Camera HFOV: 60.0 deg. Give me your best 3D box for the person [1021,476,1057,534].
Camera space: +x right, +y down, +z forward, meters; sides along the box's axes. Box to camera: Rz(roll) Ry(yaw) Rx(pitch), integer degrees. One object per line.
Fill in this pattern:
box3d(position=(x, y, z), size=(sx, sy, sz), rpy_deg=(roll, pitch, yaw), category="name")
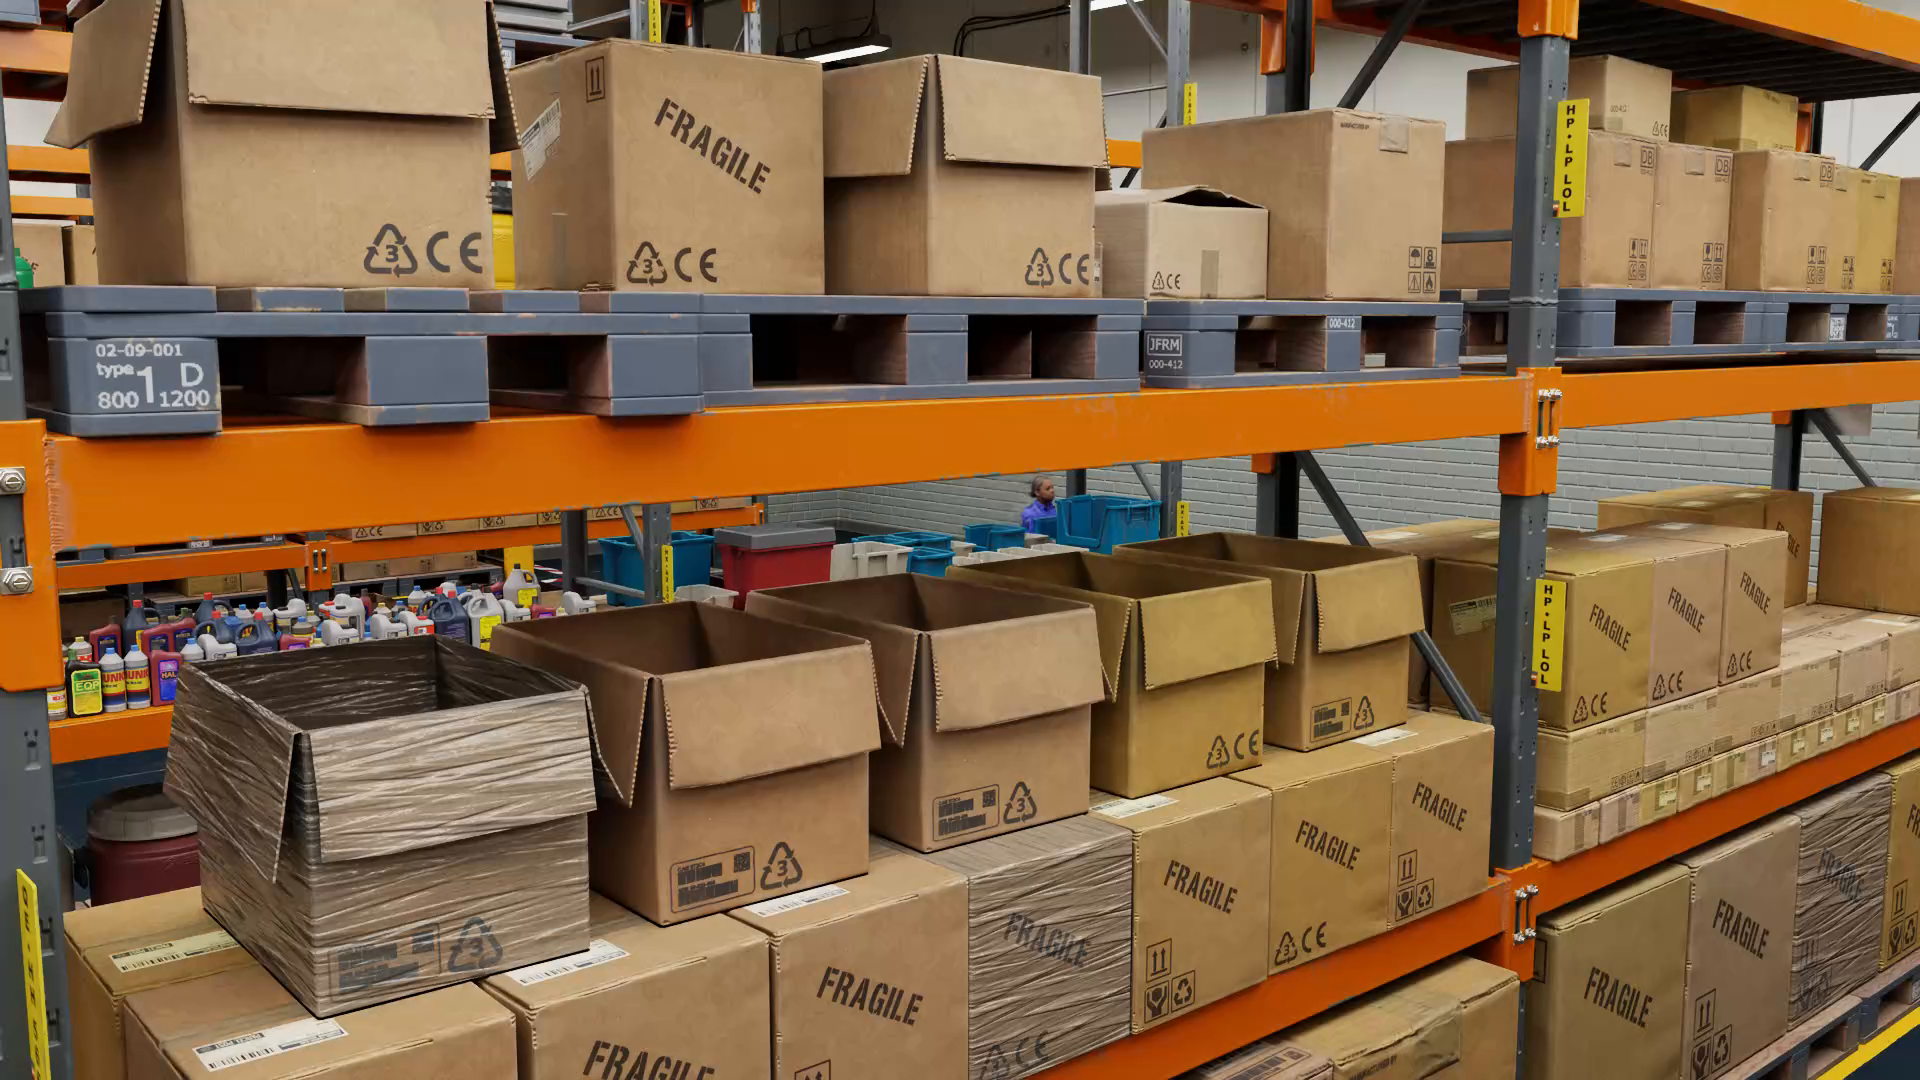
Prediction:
box3d(position=(0.715, 0.241, 14.436), size=(0.429, 1.599, 1.005), rpy_deg=(-5, 9, -33), category="person")
